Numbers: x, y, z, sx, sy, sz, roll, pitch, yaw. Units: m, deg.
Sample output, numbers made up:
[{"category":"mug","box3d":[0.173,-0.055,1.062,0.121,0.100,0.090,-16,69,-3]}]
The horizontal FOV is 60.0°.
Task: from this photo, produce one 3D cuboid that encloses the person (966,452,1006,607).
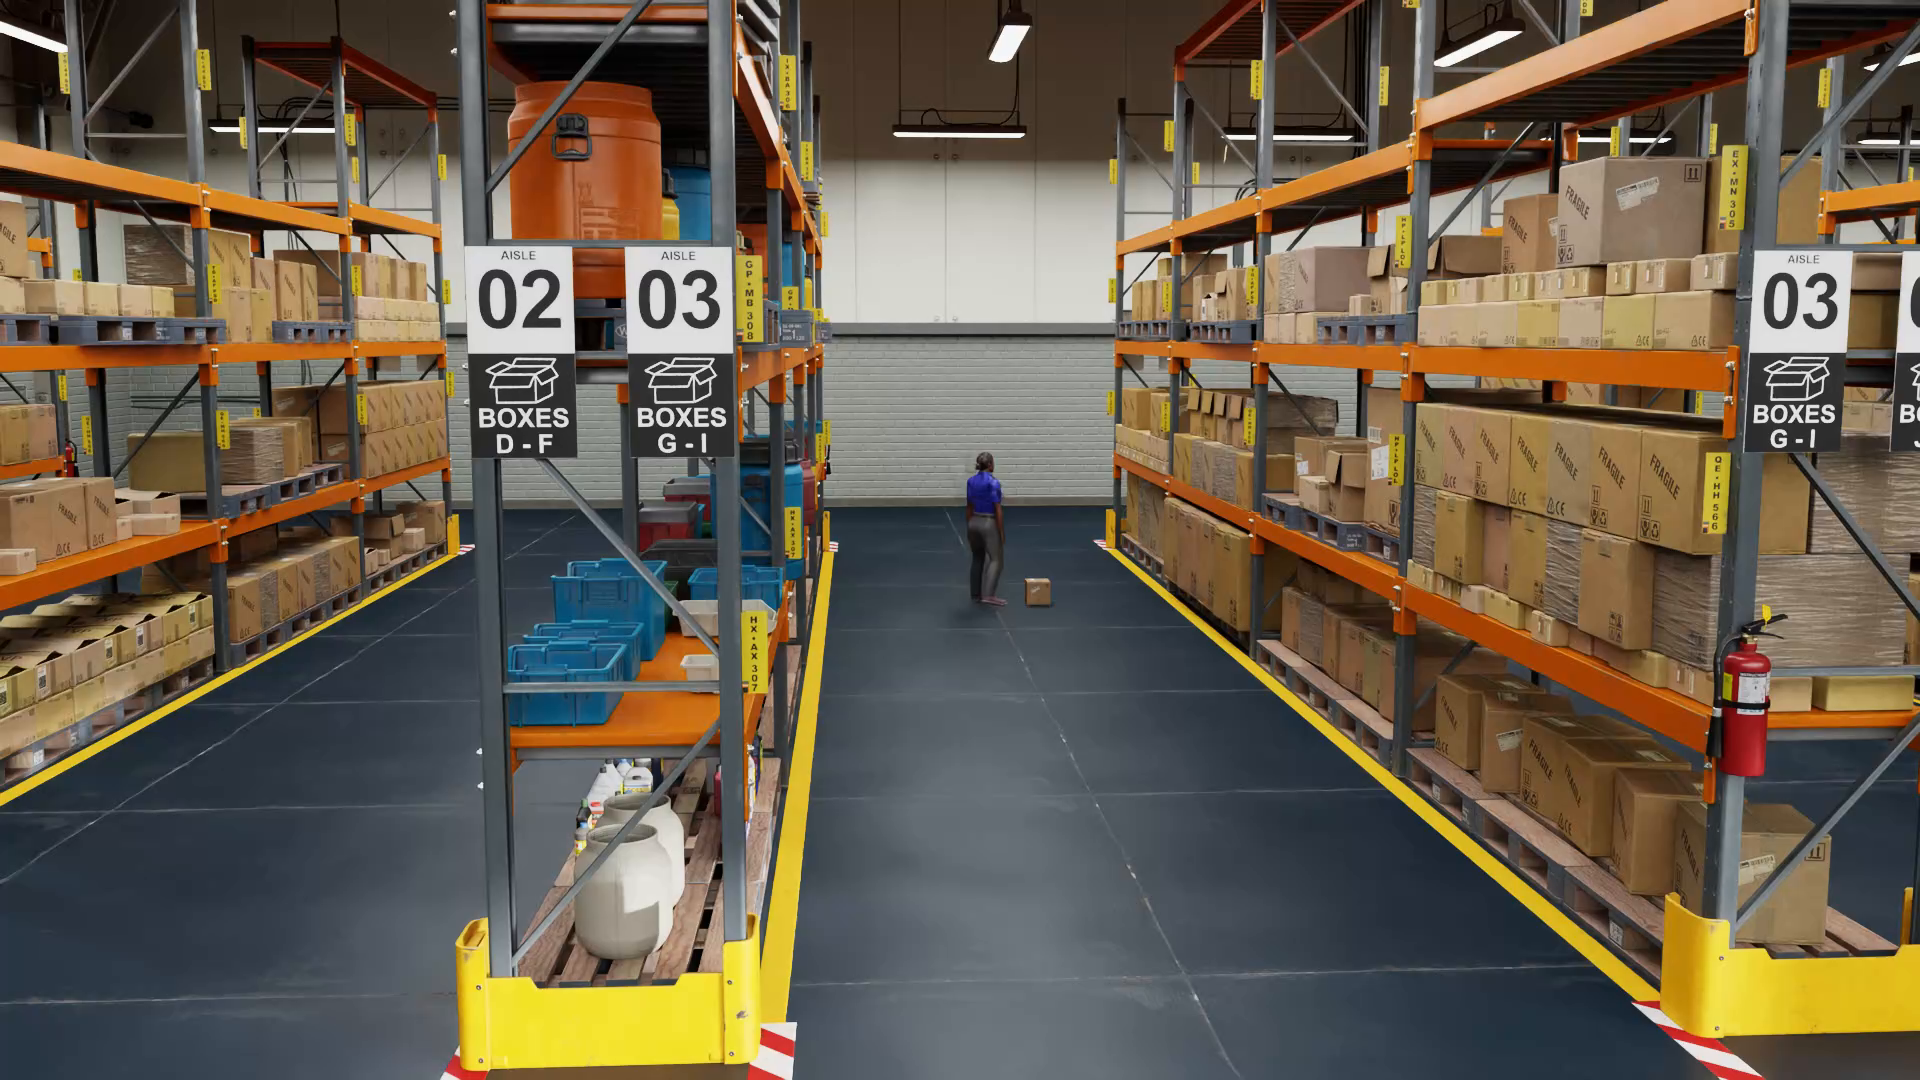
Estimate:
[{"category":"person","box3d":[0.300,-0.119,17.666,0.639,1.636,0.681,6,9,39]}]
